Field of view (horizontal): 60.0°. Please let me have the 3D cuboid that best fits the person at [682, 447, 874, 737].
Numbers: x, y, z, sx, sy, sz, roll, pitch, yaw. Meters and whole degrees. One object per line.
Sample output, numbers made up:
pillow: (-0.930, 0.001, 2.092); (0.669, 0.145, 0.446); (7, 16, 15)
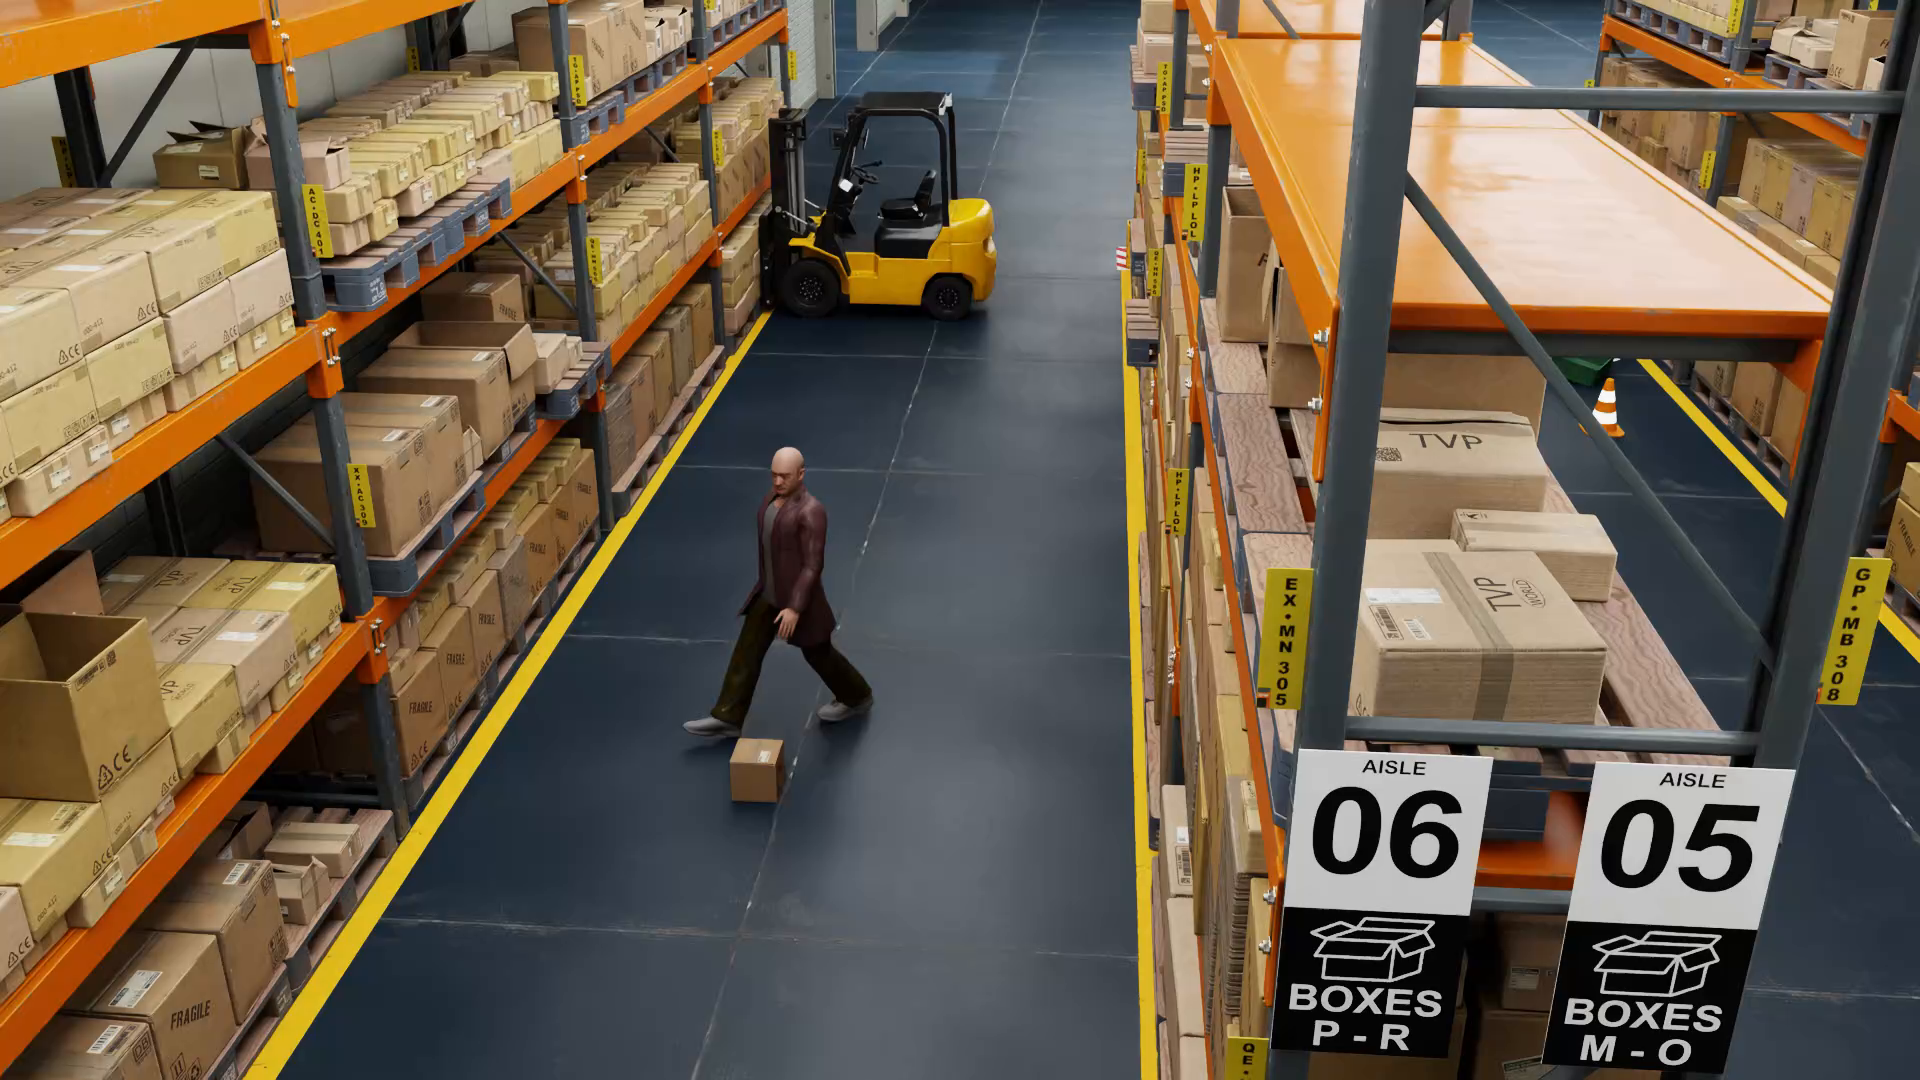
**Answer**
person: (-1.037, 0.321, 9.363); (1.115, 1.719, 0.619); (-20, 31, -37)
